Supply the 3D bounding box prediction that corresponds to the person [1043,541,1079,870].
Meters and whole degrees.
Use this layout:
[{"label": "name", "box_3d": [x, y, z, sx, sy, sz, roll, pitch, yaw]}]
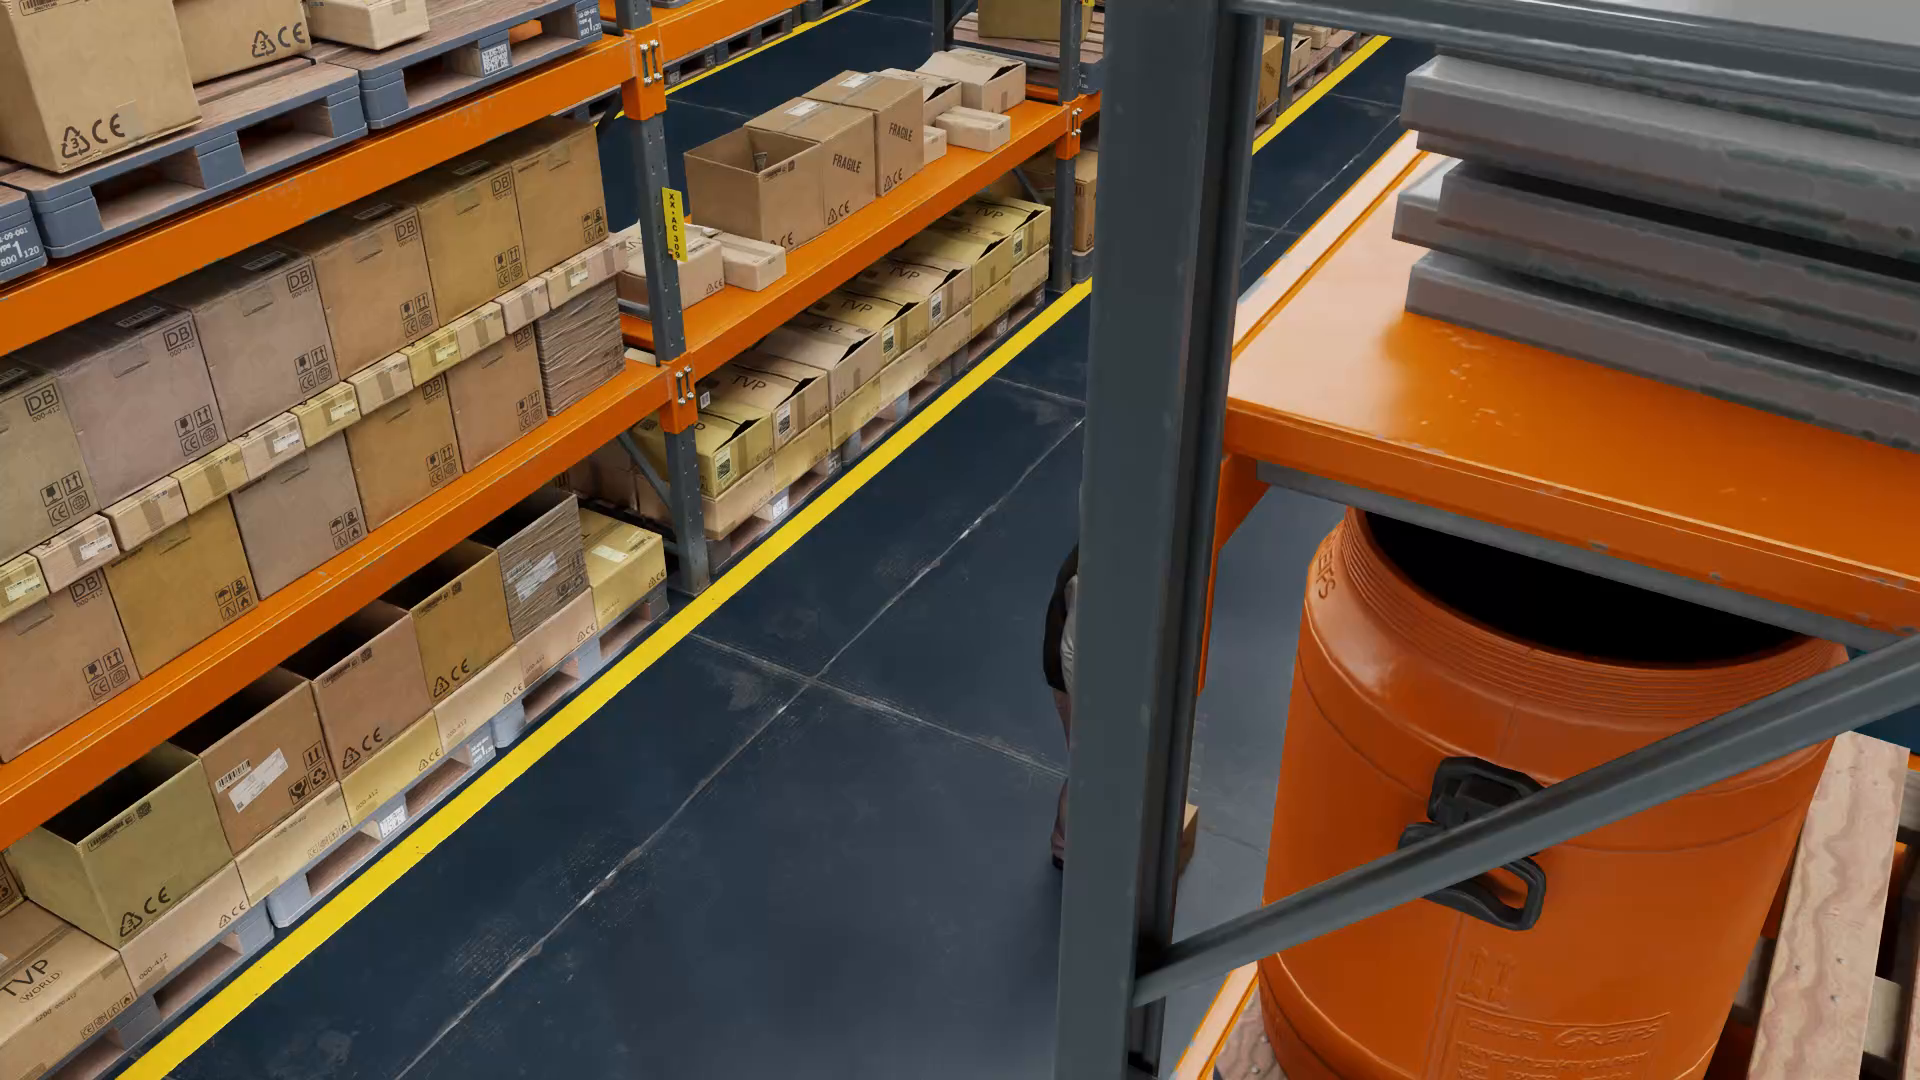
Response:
[{"label": "person", "box_3d": [0.542, 0.515, 6.398, 0.427, 1.719, 0.581, 16, 37, 22]}]
